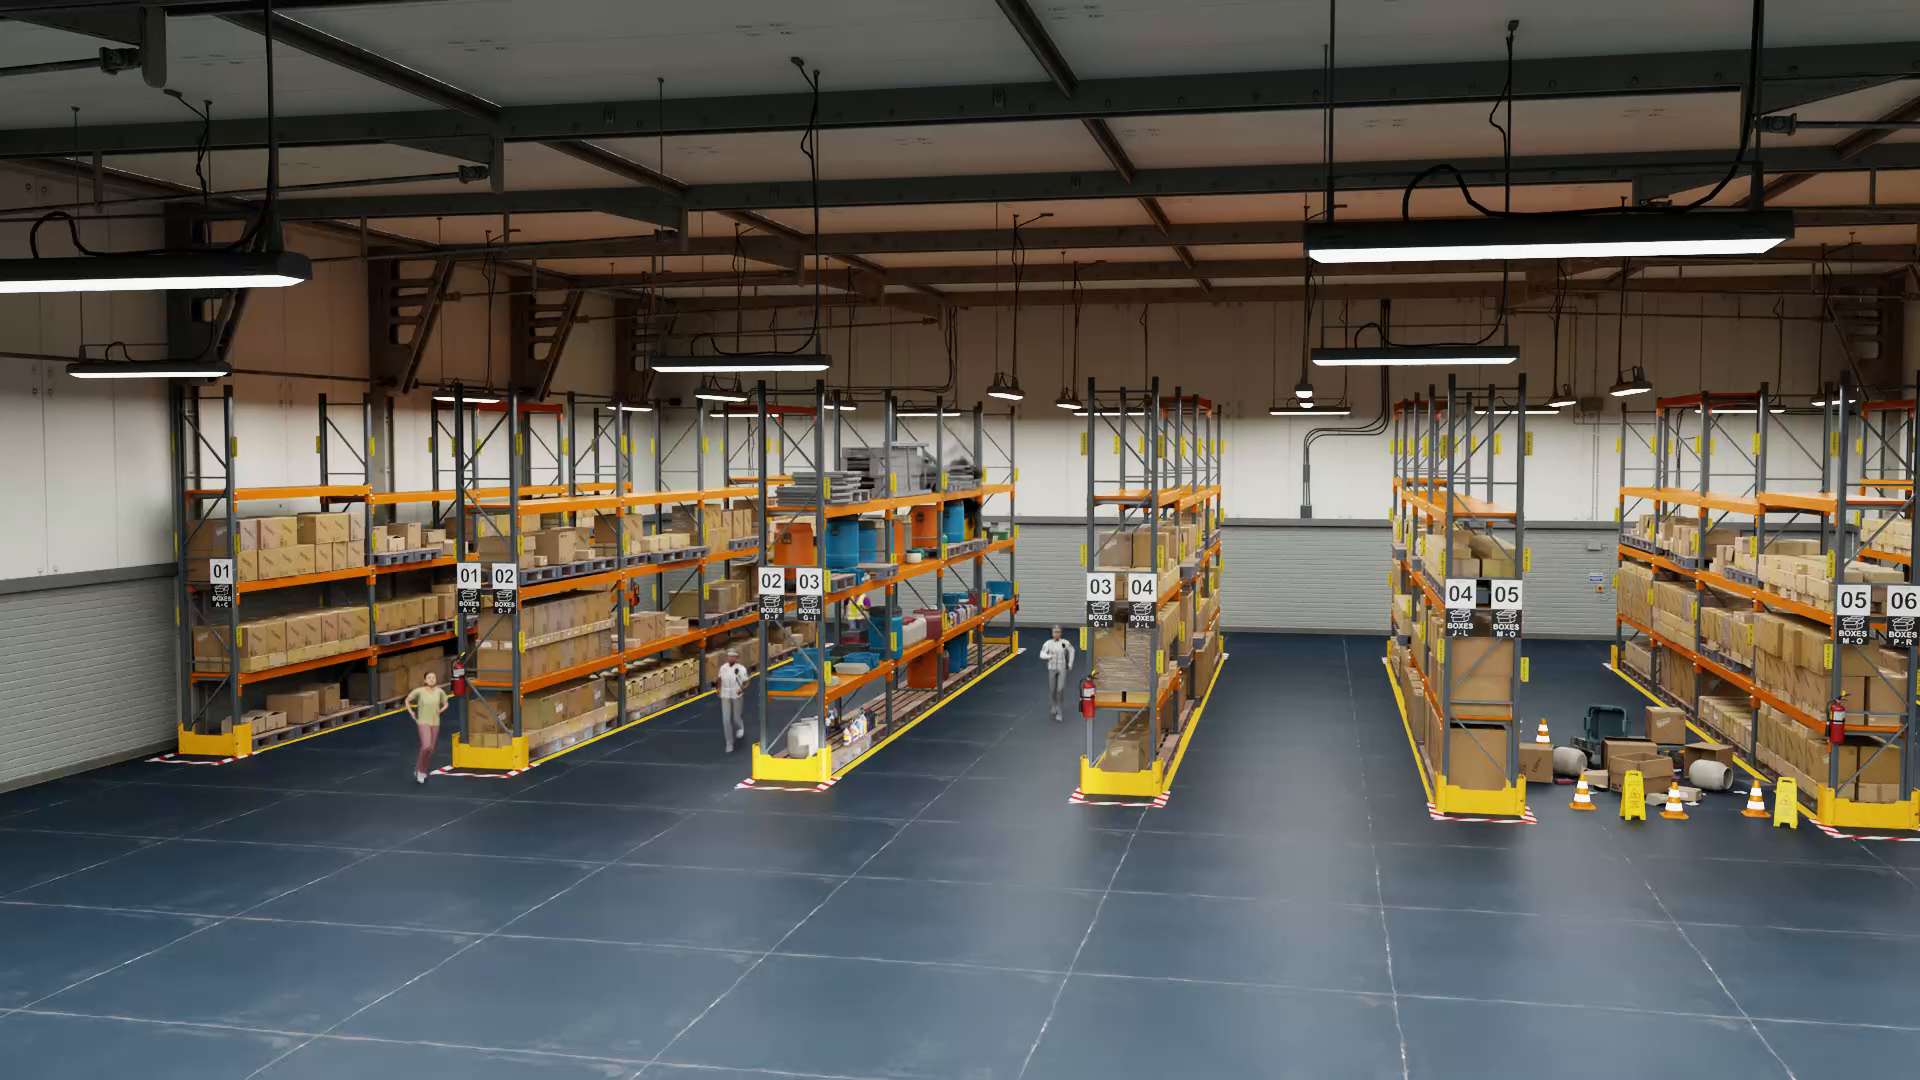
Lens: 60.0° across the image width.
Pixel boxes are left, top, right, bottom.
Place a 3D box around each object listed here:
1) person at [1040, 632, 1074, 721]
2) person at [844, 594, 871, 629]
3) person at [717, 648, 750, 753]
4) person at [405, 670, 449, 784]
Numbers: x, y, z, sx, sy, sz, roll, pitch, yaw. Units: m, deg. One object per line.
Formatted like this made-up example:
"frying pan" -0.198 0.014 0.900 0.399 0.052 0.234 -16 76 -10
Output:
"person" 1.791 2.453 30.745 0.612 1.693 0.805 0 3 8
"person" -2.438 1.892 39.392 0.673 1.748 0.991 0 3 1
"person" -3.777 2.626 27.584 0.579 1.687 0.782 0 3 3
"person" -7.937 2.788 24.875 0.605 1.684 0.610 -2 4 -36
